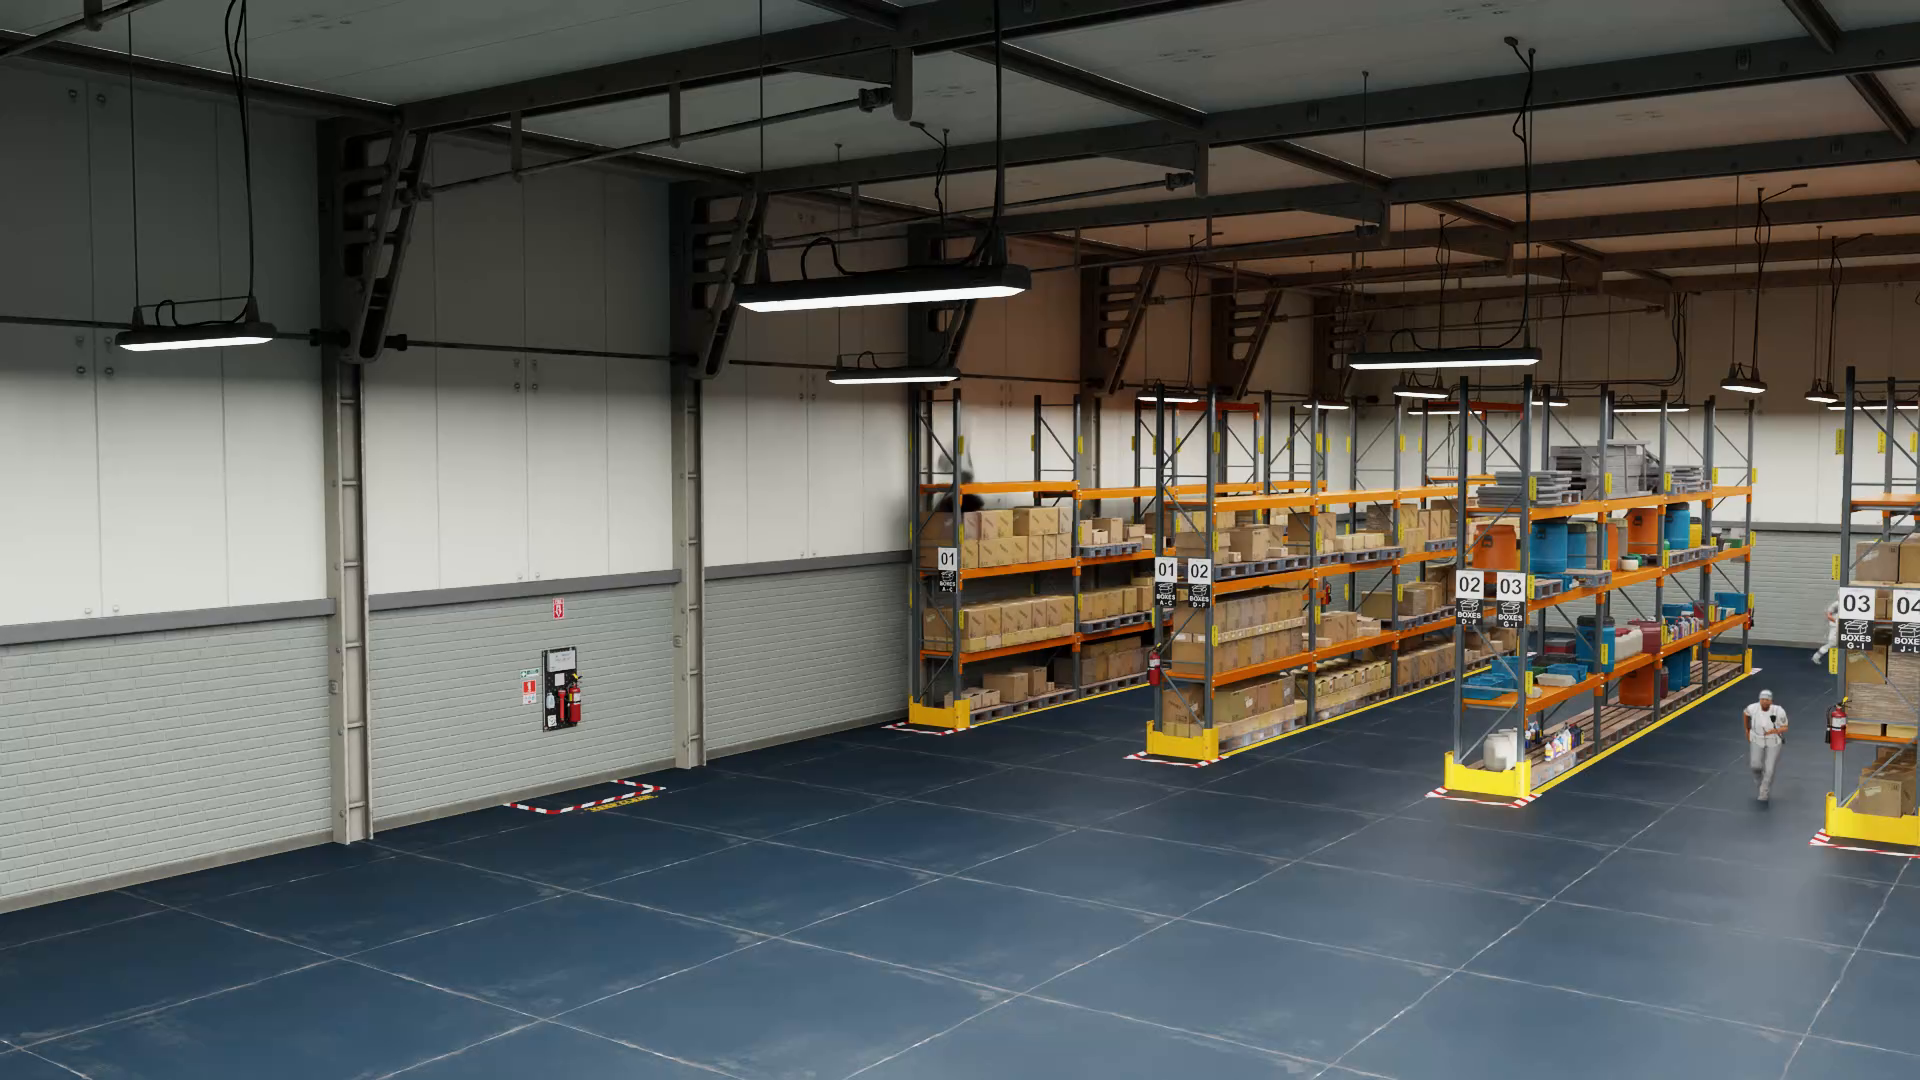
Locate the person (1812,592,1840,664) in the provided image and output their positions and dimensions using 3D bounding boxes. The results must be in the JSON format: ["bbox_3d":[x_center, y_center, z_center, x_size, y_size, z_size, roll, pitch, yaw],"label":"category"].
[{"bbox_3d":[19.777,2.004,37.450,0.898,1.774,0.766,-2,4,-25],"label":"person"}]

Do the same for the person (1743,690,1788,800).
[{"bbox_3d":[11.306,2.887,23.380,0.592,1.592,0.663,2,4,29],"label":"person"}]

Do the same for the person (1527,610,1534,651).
[{"bbox_3d":[13.574,1.828,40.538,0.837,1.745,0.669,1,4,24],"label":"person"}]
